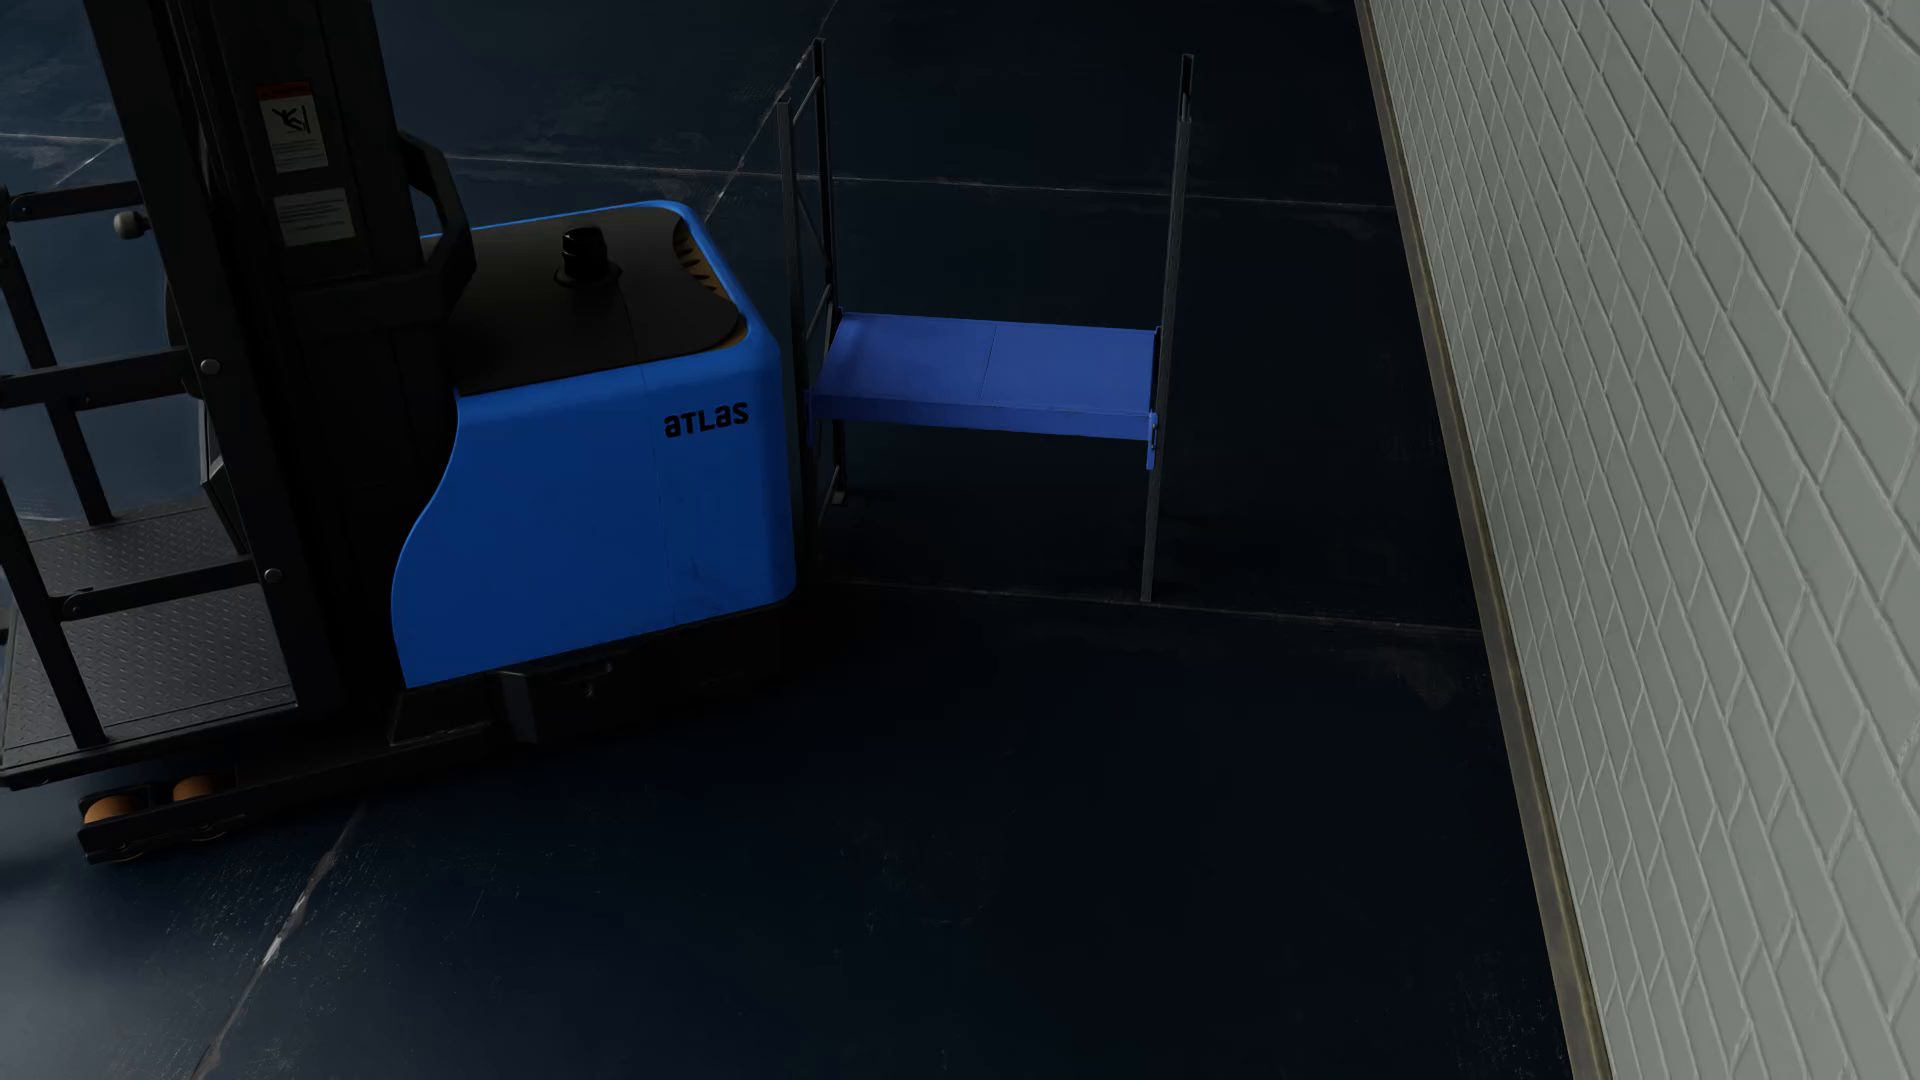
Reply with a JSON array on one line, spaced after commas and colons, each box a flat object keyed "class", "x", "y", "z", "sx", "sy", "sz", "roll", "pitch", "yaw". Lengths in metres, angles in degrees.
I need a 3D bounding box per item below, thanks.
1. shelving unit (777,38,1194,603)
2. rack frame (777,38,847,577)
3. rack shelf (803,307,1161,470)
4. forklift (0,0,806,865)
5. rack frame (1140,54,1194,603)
[{"class": "shelving unit", "x": 0.085, "y": -0.604, "z": 4.805, "sx": 1.048, "sy": 1.500, "sz": 0.538, "roll": 4, "pitch": 36, "yaw": 6}, {"class": "rack frame", "x": -0.420, "y": -0.642, "z": 4.858, "sx": 0.032, "sy": 1.500, "sz": 0.500, "roll": 4, "pitch": 36, "yaw": 6}, {"class": "rack shelf", "x": 0.085, "y": -0.458, "z": 4.910, "sx": 1.000, "sy": 0.185, "sz": 0.538, "roll": 4, "pitch": 36, "yaw": 6}, {"class": "forklift", "x": -2.002, "y": -0.743, "z": 3.768, "sx": 3.031, "sy": 2.935, "sz": 1.130, "roll": -13, "pitch": 38, "yaw": -17}, {"class": "rack frame", "x": 0.589, "y": -0.567, "z": 4.753, "sx": 0.032, "sy": 1.500, "sz": 0.500, "roll": 4, "pitch": 36, "yaw": 6}]
